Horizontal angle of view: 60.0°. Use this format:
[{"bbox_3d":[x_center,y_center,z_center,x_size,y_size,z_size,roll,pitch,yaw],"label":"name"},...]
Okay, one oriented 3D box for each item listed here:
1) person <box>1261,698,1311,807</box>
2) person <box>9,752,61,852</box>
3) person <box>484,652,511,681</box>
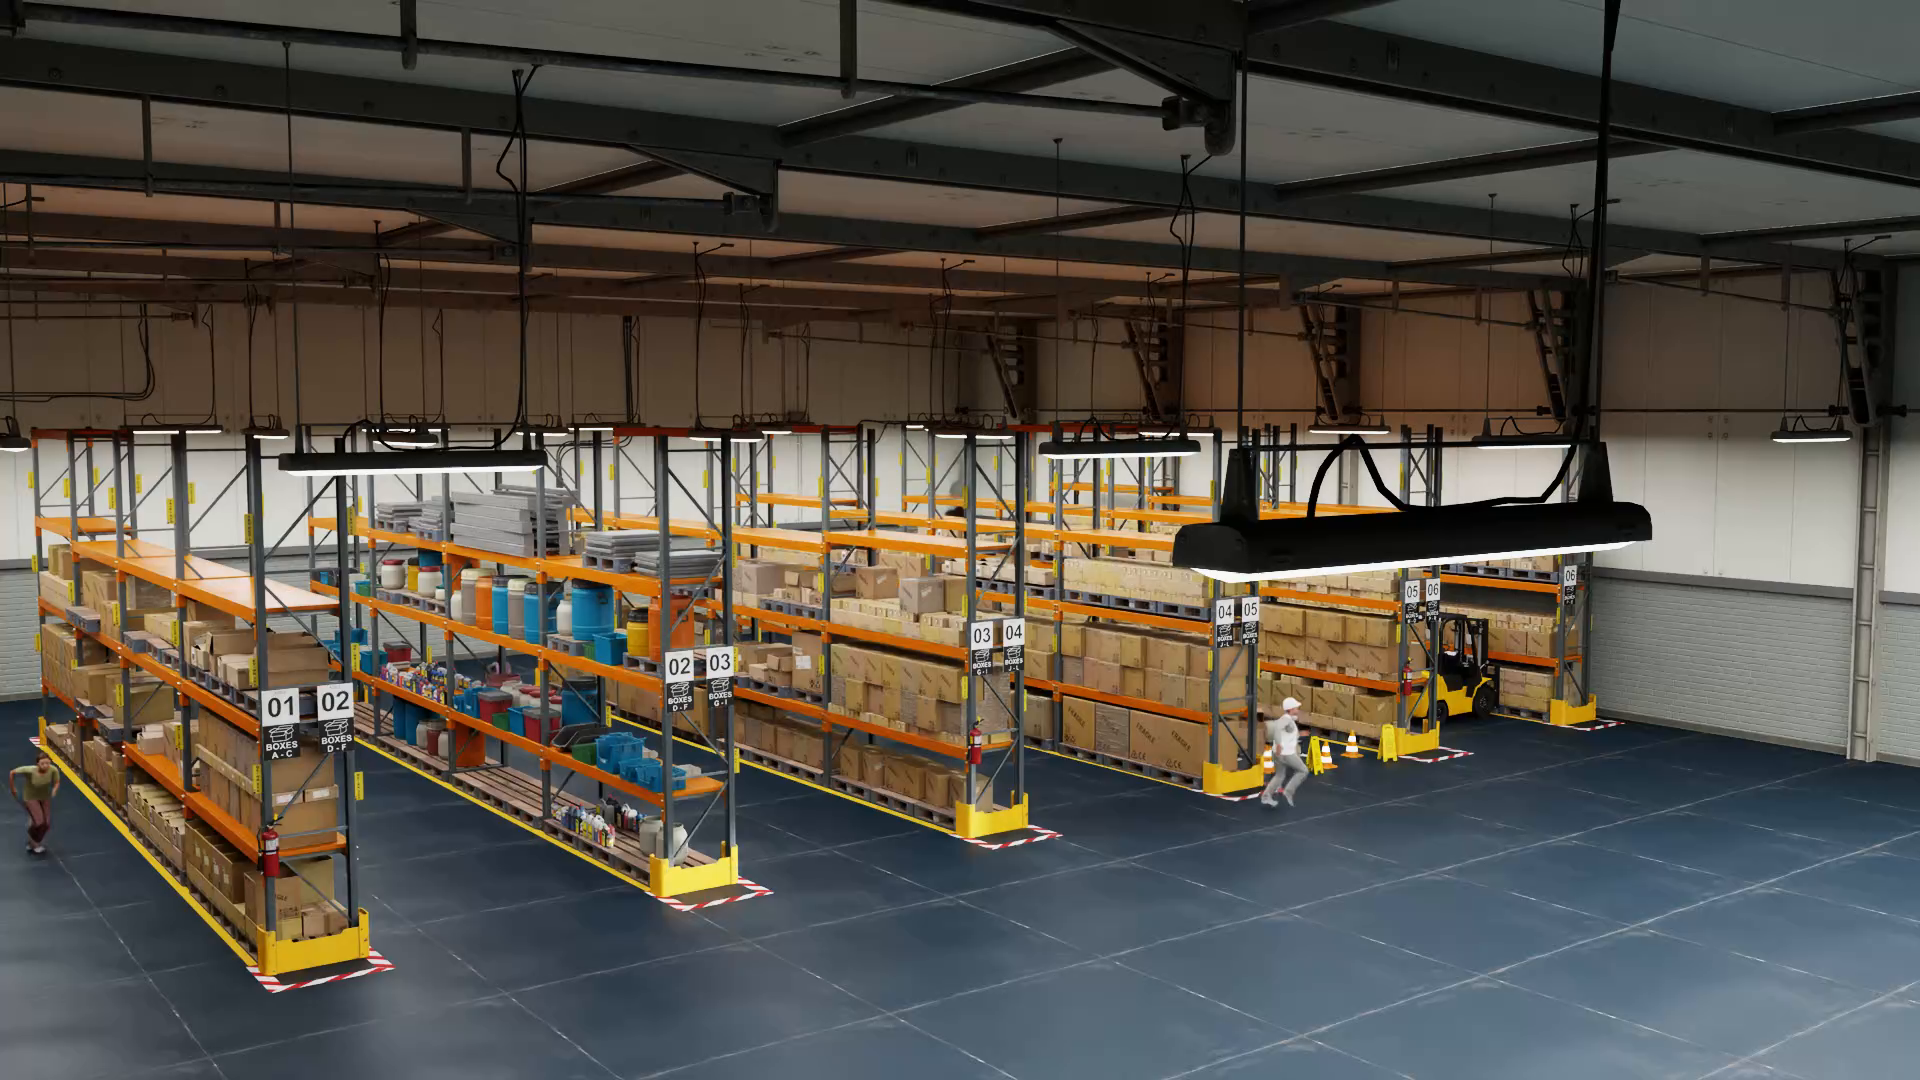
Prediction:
[{"bbox_3d":[5.175,3.374,26.373,0.801,1.744,0.684,0,4,1],"label":"person"},{"bbox_3d":[-13.114,3.731,23.599,0.804,1.503,0.605,4,6,42],"label":"person"},{"bbox_3d":[-9.069,2.984,32.763,0.842,1.615,0.472,4,6,40],"label":"person"}]
